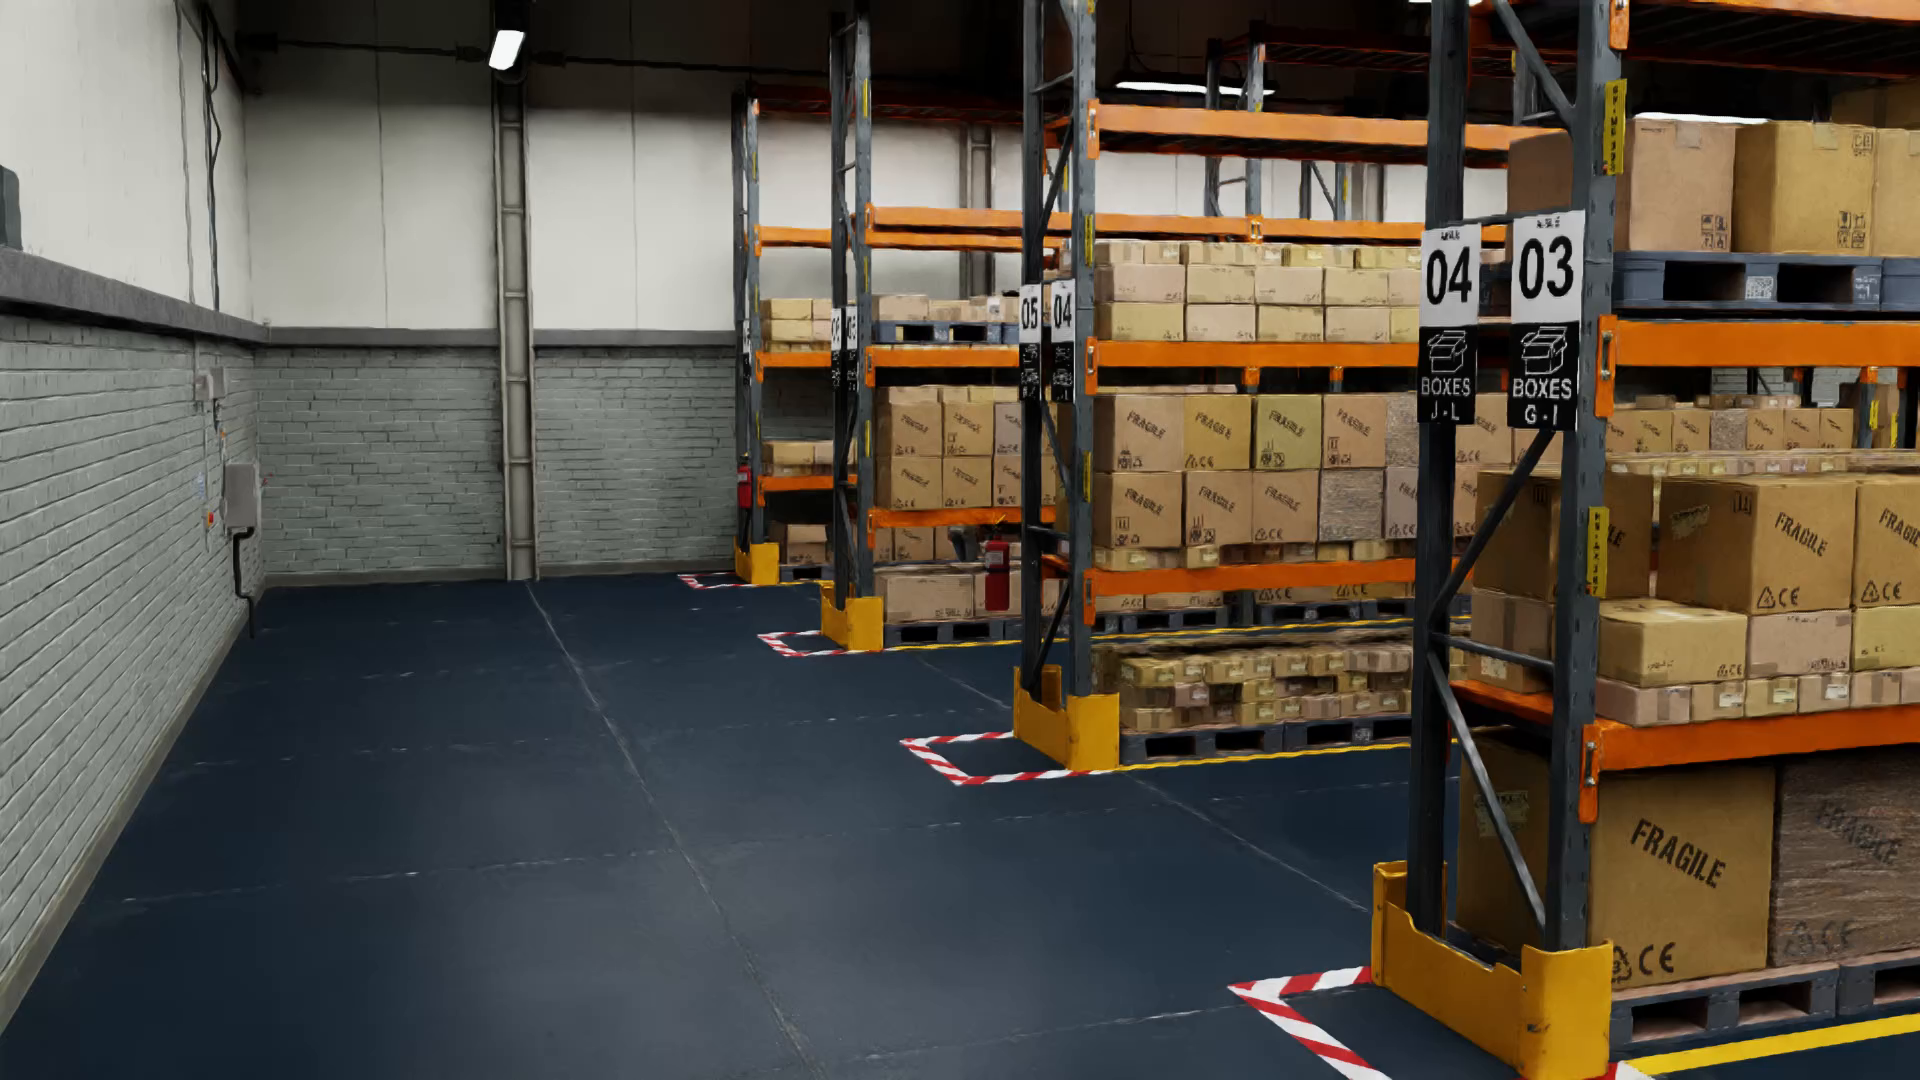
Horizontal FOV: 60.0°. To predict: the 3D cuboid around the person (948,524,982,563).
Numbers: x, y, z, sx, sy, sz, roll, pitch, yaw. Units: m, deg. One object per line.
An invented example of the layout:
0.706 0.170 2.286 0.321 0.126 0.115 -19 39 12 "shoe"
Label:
0.020 -0.071 18.413 0.470 1.587 0.499 4 7 36 "person"
